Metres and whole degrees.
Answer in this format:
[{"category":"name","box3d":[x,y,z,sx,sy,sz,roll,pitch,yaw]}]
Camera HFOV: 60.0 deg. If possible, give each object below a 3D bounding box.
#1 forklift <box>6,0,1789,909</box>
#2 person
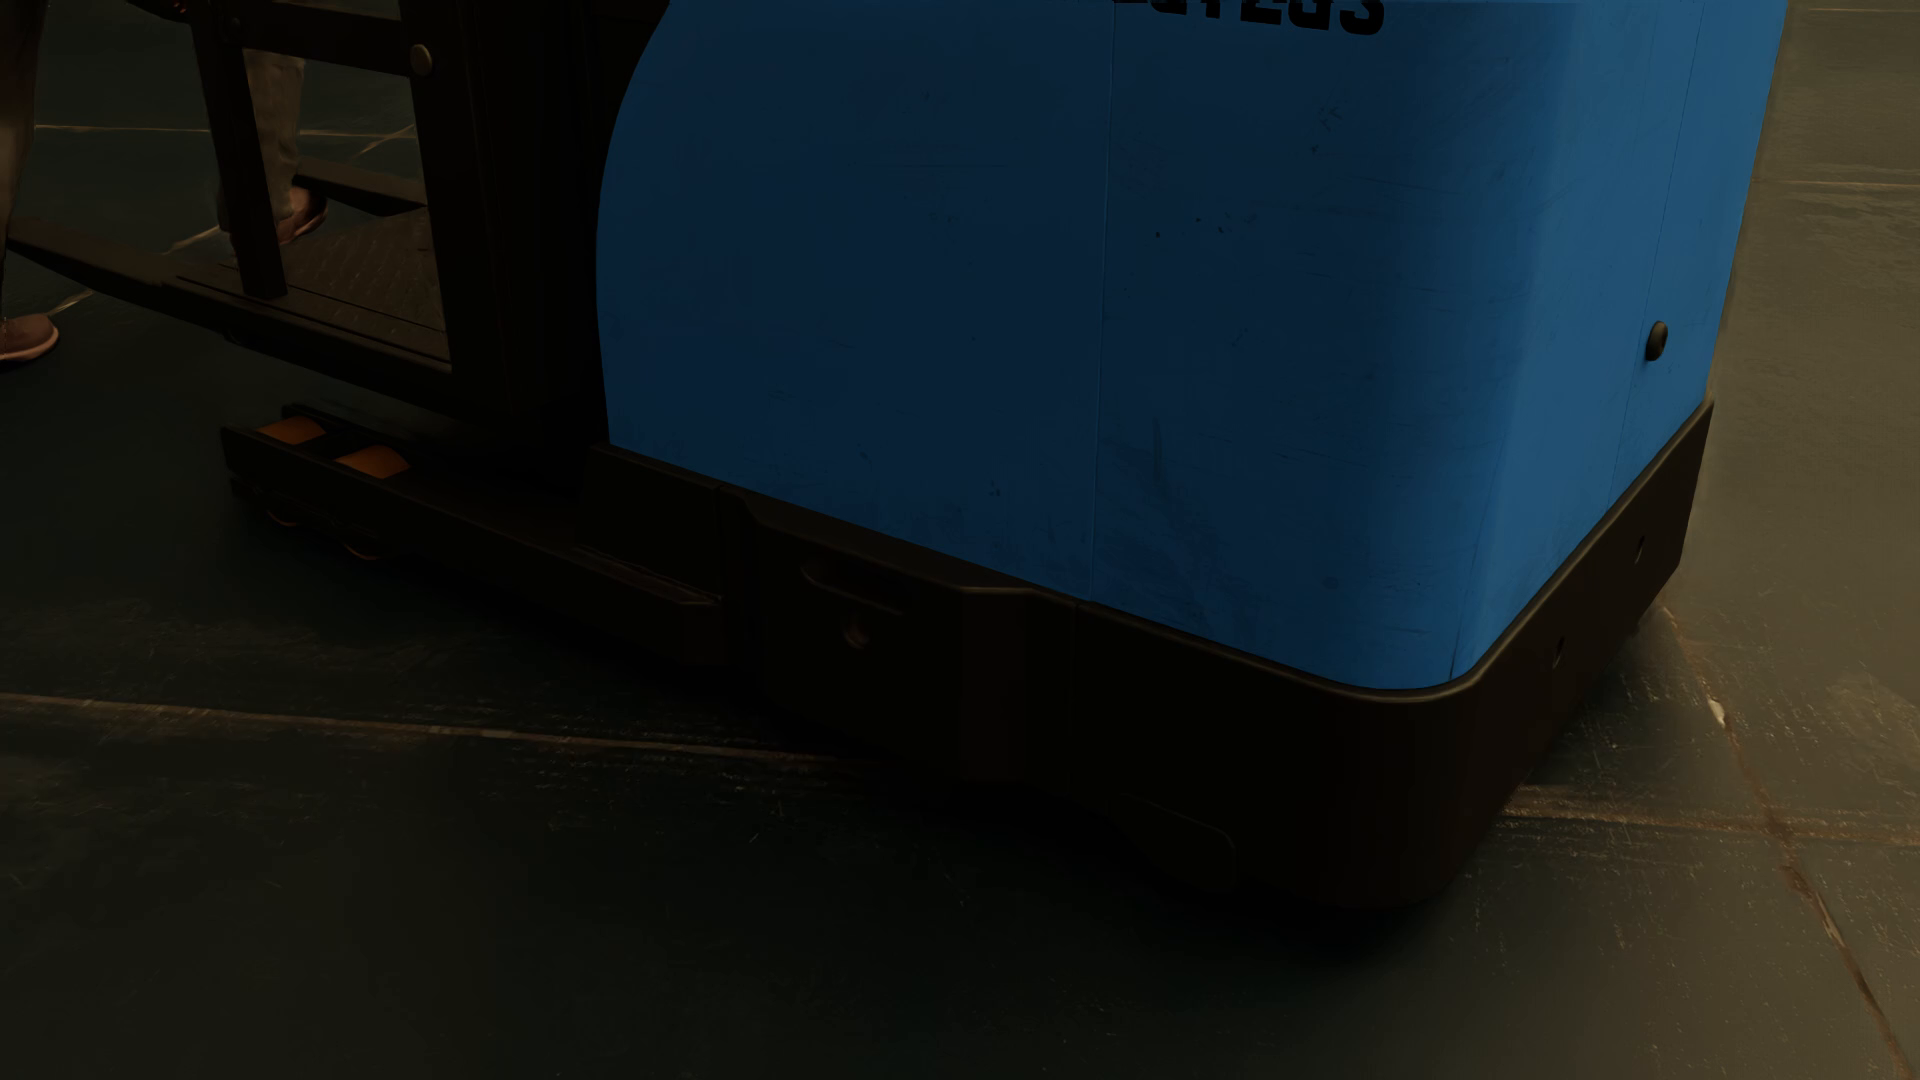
[{"category":"forklift","box3d":[-0.498,-1.453,2.130,3.031,2.935,1.130,18,32,32]},{"category":"person","box3d":[-1.599,-1.138,3.017,0.599,1.571,0.774,3,27,5]}]
